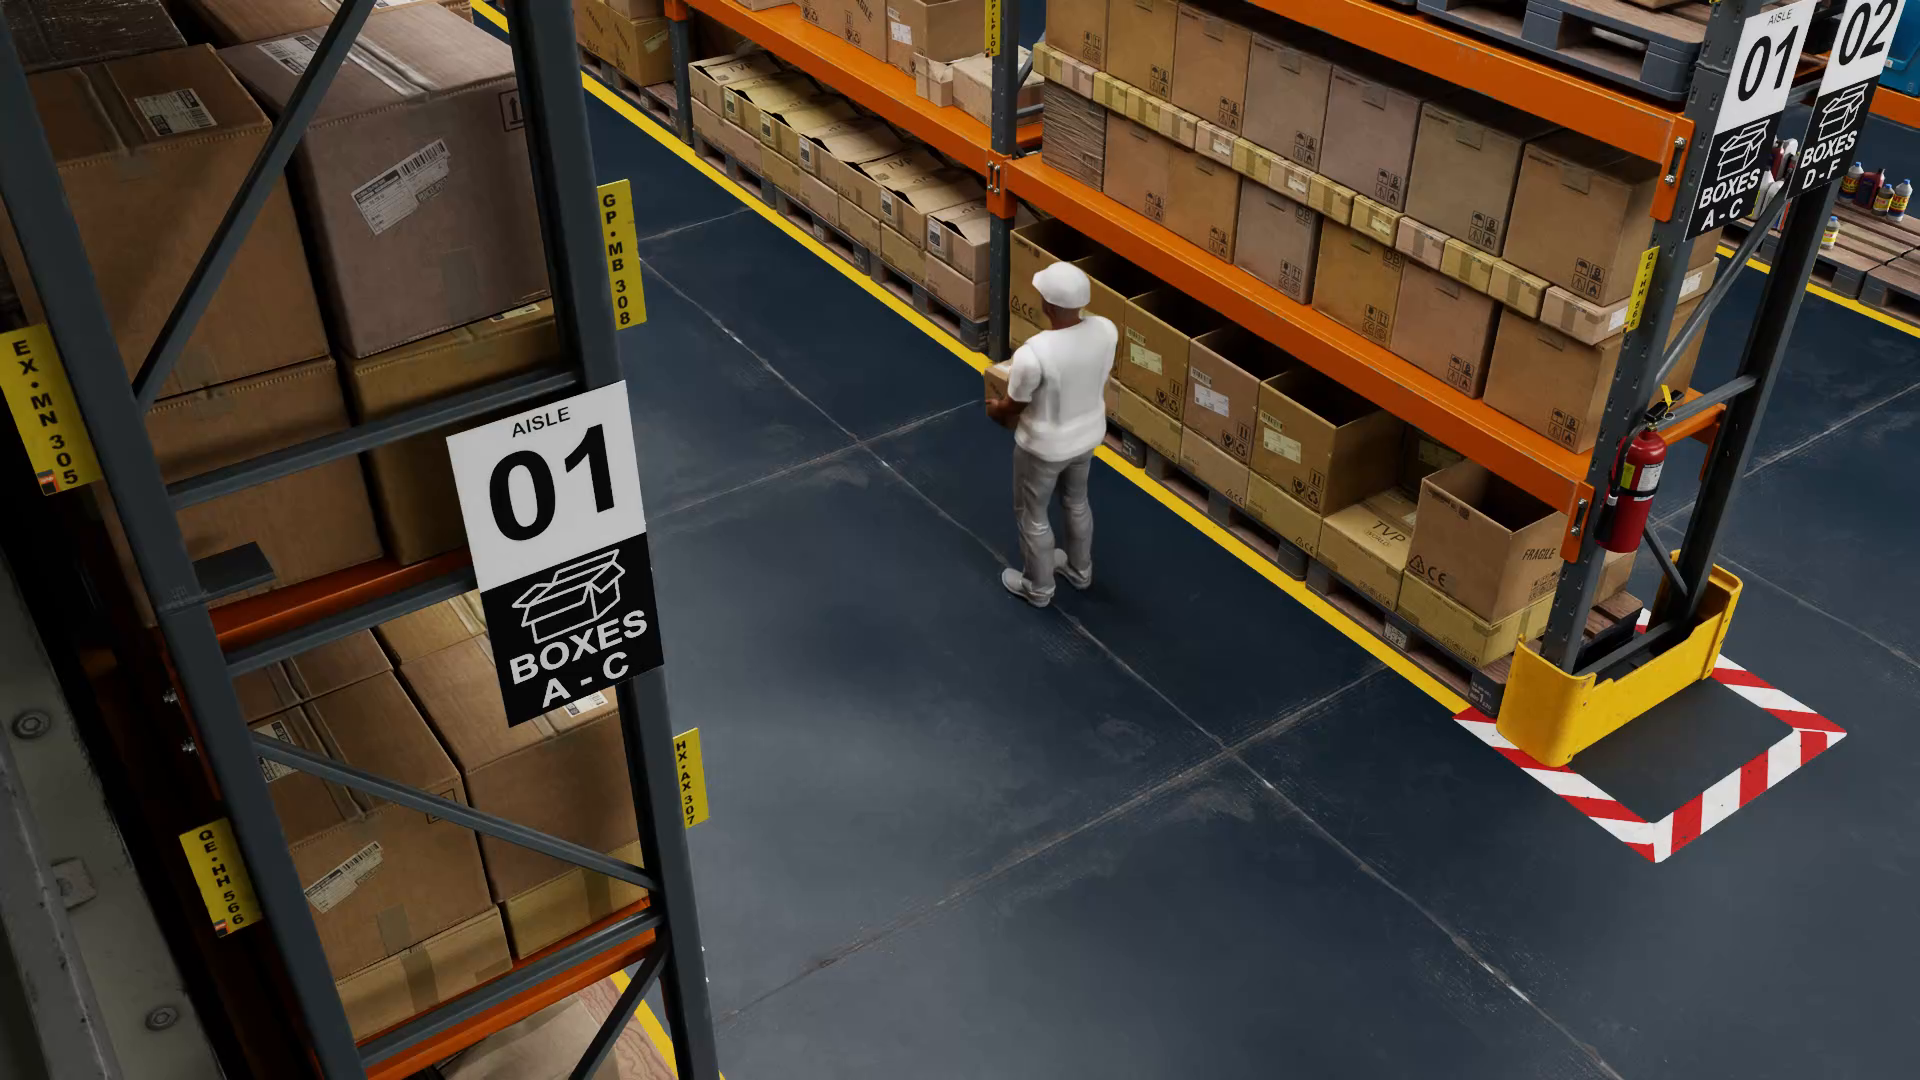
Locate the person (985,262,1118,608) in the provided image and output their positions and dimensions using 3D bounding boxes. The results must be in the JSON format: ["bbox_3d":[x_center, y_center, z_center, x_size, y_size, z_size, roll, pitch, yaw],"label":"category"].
[{"bbox_3d":[0.395,-0.514,7.684,0.542,1.770,0.551,-23,42,-28],"label":"person"}]
